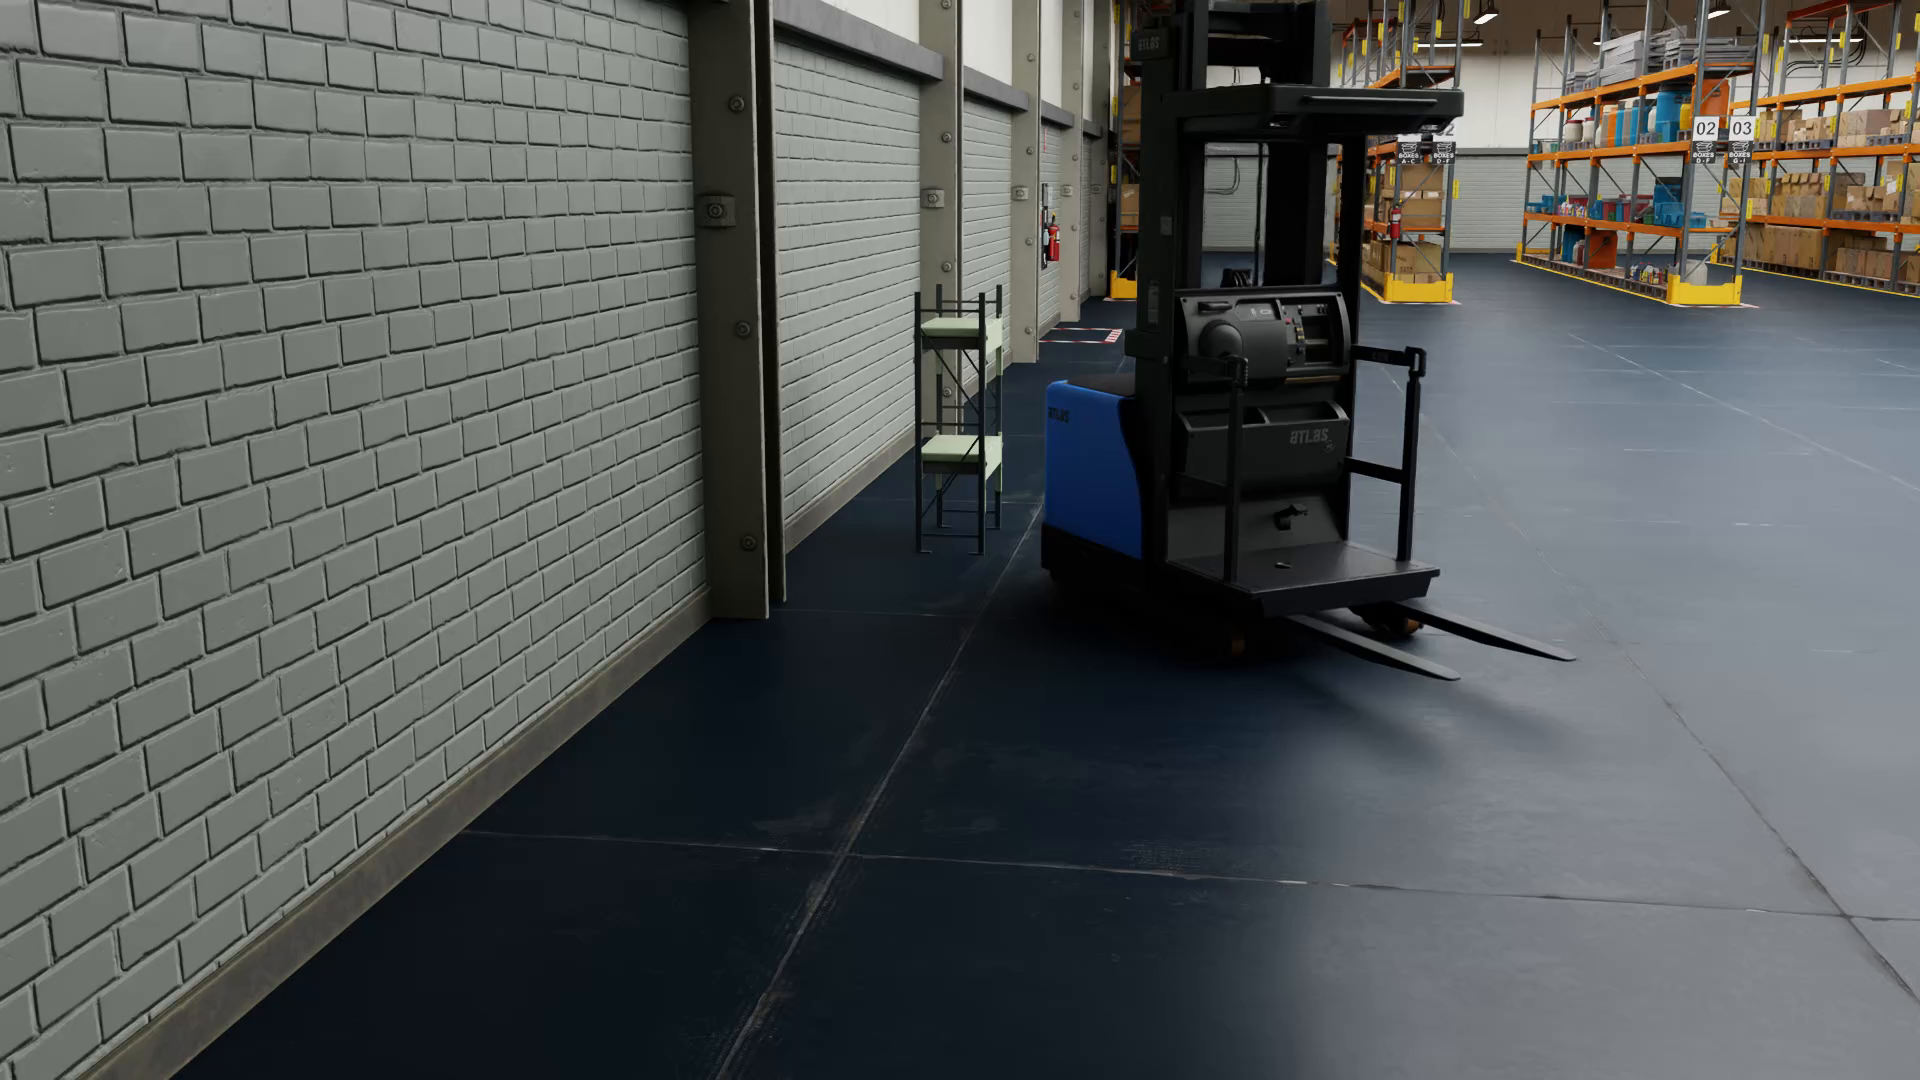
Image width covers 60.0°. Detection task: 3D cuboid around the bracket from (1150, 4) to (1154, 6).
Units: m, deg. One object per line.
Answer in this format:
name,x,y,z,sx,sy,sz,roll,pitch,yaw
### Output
bracket,4.747,-13.212,41.395,0.235,0.232,0.430,2,12,9

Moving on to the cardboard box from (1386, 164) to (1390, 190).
cardboard box,8.733,-7.104,32.520,0.700,0.500,0.500,2,12,9

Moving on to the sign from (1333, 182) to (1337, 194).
sign,10.181,-9.557,45.167,0.100,0.325,0.005,2,12,9

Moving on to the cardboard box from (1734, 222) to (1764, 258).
cardboard box,20.346,-7.636,42.354,0.875,0.875,0.875,2,12,9

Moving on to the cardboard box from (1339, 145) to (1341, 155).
cardboard box,10.298,-10.307,43.937,0.500,0.250,0.500,2,12,9

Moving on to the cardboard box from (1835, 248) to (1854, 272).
cardboard box,19.192,-5.983,35.523,0.700,0.500,0.500,1,12,6

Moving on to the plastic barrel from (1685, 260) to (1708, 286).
plastic barrel,13.176,-4.753,29.838,0.421,0.512,0.421,0,12,0

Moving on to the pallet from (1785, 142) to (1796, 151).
pallet,19.798,-9.143,38.631,0.805,0.209,1.217,1,12,6

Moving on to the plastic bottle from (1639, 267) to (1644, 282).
plastic bottle,13.136,-5.118,32.024,0.061,0.283,0.133,2,12,11

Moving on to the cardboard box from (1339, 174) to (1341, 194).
cardboard box,10.234,-9.358,43.683,0.500,0.500,0.500,2,12,9

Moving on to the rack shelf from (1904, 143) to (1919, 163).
rack shelf,18.352,-6.995,29.920,1.077,0.370,4.000,2,12,9

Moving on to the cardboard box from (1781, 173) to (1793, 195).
cardboard box,19.800,-8.368,39.085,0.797,0.503,0.637,2,12,7

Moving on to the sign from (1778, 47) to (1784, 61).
sign,19.345,-11.452,39.180,0.100,0.325,0.005,2,12,9

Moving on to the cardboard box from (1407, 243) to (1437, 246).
cardboard box,8.698,-5.327,31.341,0.500,0.500,0.500,2,12,9

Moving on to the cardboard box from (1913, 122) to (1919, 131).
cardboard box,18.305,-7.827,31.483,0.380,0.149,0.250,2,12,7

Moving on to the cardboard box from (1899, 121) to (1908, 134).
cardboard box,18.705,-8.102,32.669,0.396,0.266,0.258,2,12,11

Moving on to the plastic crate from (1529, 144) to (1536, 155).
plastic crate,15.277,-10.287,43.796,0.497,0.269,0.590,2,12,9

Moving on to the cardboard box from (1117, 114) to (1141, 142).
cardboard box,3.175,-7.566,30.575,0.500,0.500,0.500,3,12,13

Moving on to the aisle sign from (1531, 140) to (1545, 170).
aisle sign,15.329,-10.251,44.269,0.394,0.787,0.004,2,12,9

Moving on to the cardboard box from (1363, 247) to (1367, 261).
cardboard box,8.804,-6.060,35.191,0.500,0.311,0.500,2,12,8

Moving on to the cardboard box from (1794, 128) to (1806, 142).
cardboard box,19.632,-9.365,38.423,0.500,0.311,0.500,1,12,7

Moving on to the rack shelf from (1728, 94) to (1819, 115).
rack shelf,20.198,-10.764,41.238,1.077,0.370,4.000,2,12,9

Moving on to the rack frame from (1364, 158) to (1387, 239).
rack frame,10.102,-8.284,41.313,1.000,3.000,0.127,2,12,9

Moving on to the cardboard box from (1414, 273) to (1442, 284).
cardboard box,8.559,-4.752,30.452,0.500,0.250,0.500,2,12,9

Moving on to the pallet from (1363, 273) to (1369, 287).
pallet,8.947,-5.410,34.597,1.003,0.211,1.213,2,12,9

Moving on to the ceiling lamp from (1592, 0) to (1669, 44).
ceiling lamp,18.513,-15.219,45.395,2.000,3.185,0.800,2,12,9

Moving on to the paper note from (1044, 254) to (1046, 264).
paper note,1.178,-3.892,23.024,0.016,0.148,0.142,2,12,9

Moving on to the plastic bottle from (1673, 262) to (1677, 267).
plastic bottle,13.951,-5.234,32.404,0.144,0.351,0.185,2,12,7

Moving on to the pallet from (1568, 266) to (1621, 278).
pallet,14.461,-6.092,37.762,1.003,0.211,1.213,2,12,9

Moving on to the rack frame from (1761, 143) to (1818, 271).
rack frame,19.890,-7.962,39.820,1.000,3.000,0.127,2,12,9

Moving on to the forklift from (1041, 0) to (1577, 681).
forklift,1.535,-0.993,7.642,1.130,2.935,3.031,-6,13,-25

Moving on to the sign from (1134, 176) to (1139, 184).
sign,4.043,-8.194,38.149,0.100,0.325,0.005,2,12,9

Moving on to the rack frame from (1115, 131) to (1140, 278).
rack frame,3.361,-5.946,30.463,1.000,3.000,0.127,2,12,9

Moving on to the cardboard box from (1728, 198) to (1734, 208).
cardboard box,20.091,-8.667,42.742,0.500,0.250,0.500,2,12,8

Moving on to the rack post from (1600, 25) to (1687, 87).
rack post,13.984,-9.901,34.099,1.013,1.000,3.121,2,12,9

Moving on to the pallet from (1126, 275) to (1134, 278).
pallet,3.908,-5.274,33.966,1.003,0.211,1.213,2,12,9

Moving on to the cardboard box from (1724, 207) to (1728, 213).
cardboard box,20.087,-8.556,43.169,0.380,0.149,0.250,2,12,8

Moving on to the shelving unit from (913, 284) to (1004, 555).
shelving unit,-0.001,-0.732,9.829,0.431,1.500,0.755,2,12,9

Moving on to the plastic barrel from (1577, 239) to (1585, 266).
plastic barrel,14.613,-6.654,38.477,0.600,0.588,0.708,2,12,9

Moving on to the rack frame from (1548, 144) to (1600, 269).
rack frame,14.996,-8.123,40.565,1.000,3.000,0.127,2,12,9

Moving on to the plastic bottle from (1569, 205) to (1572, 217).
plastic bottle,14.325,-7.712,38.962,0.097,0.271,0.097,0,12,0

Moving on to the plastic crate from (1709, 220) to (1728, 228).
plastic crate,13.606,-5.672,29.817,0.298,0.136,0.250,2,12,9

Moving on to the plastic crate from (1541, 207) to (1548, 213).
plastic crate,14.967,-8.395,42.313,0.293,0.136,0.466,2,12,9

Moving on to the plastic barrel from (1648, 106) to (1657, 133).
plastic barrel,13.505,-8.100,32.079,0.421,0.512,0.421,0,12,0

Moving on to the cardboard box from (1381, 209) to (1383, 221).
cardboard box,8.904,-6.649,34.083,0.500,0.250,0.500,3,12,12

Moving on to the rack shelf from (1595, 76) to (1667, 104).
rack shelf,14.073,-9.259,34.255,1.077,0.370,4.000,2,12,9

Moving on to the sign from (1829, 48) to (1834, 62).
sign,20.428,-11.375,39.011,0.100,0.325,0.005,2,12,9

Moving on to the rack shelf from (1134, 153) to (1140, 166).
rack shelf,4.284,-8.309,36.018,1.077,0.370,4.000,2,12,9

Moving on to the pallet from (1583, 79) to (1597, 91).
pallet,14.522,-10.084,36.823,1.213,0.211,1.003,2,12,9
